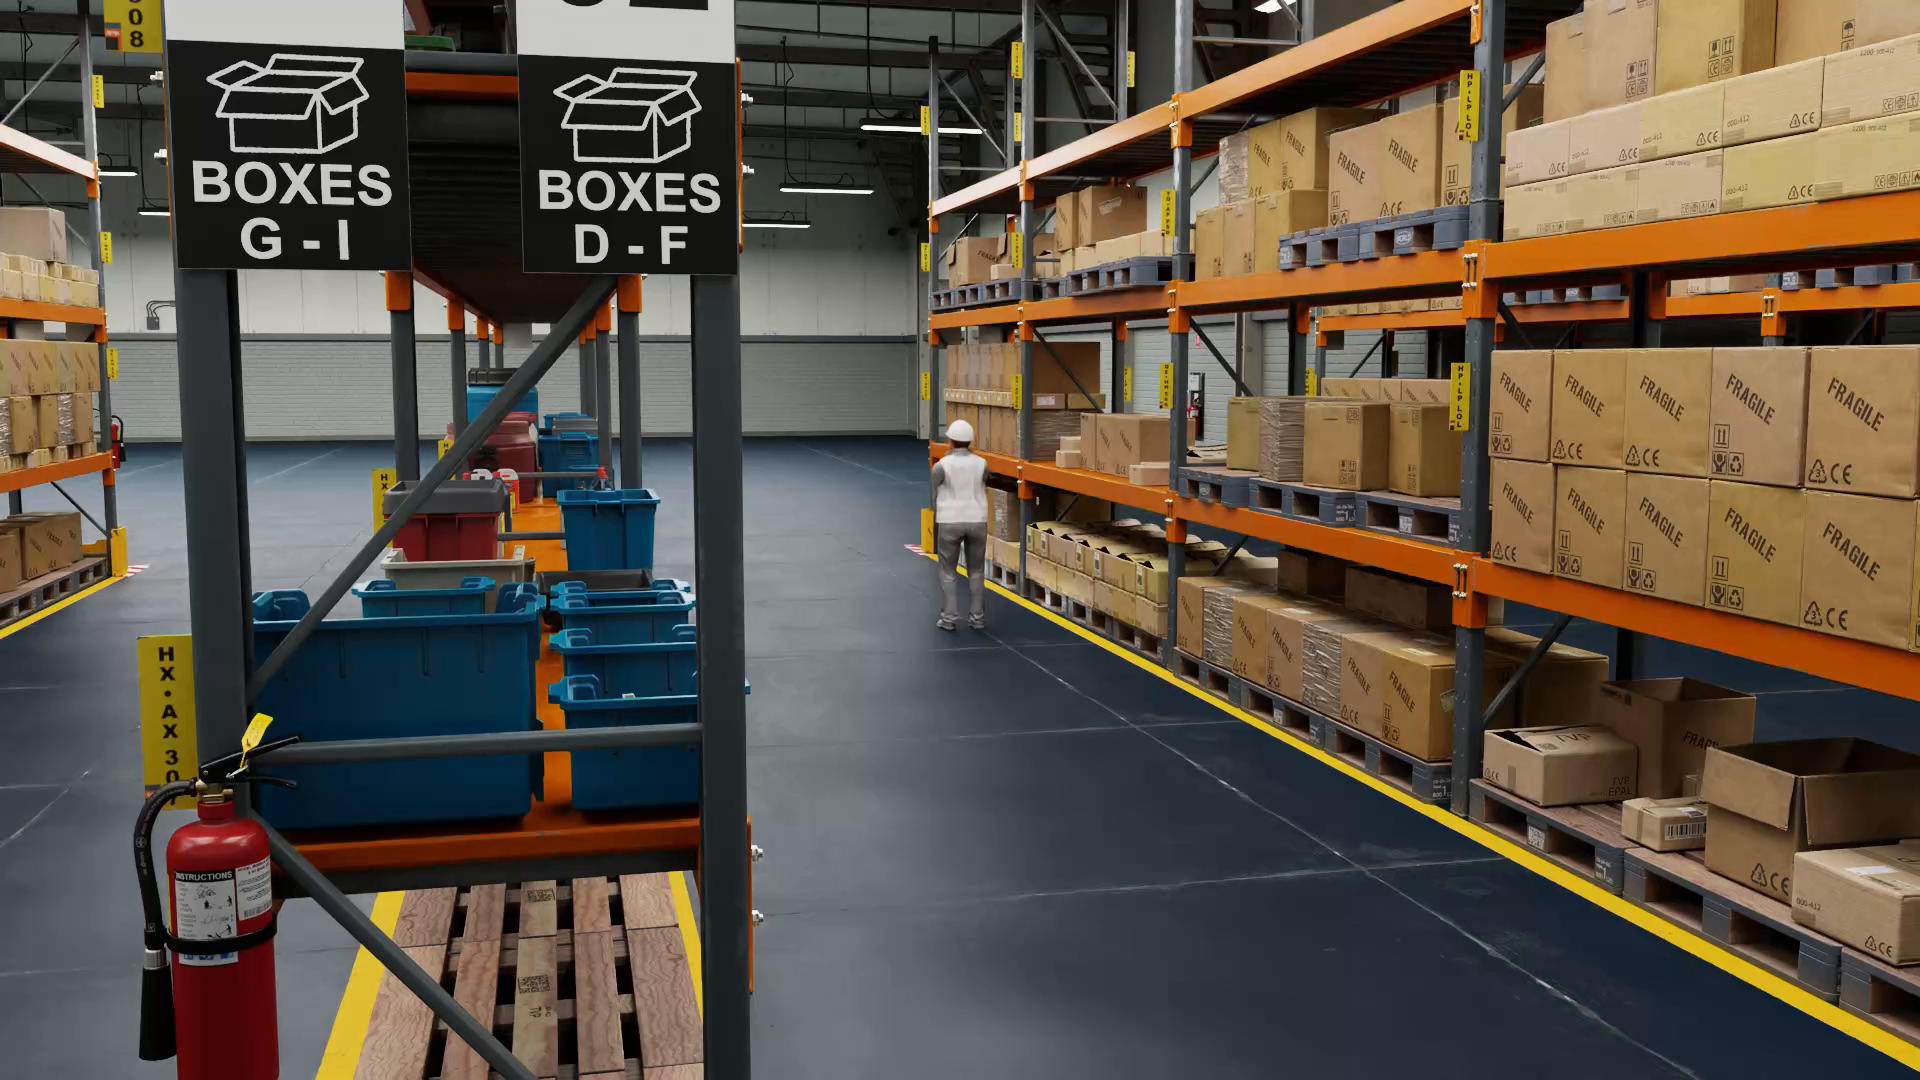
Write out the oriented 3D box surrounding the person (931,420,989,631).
[{"bbox_3d":[-0.020,-0.137,14.129,0.495,1.772,0.558,-2,6,-14],"label":"person"}]
